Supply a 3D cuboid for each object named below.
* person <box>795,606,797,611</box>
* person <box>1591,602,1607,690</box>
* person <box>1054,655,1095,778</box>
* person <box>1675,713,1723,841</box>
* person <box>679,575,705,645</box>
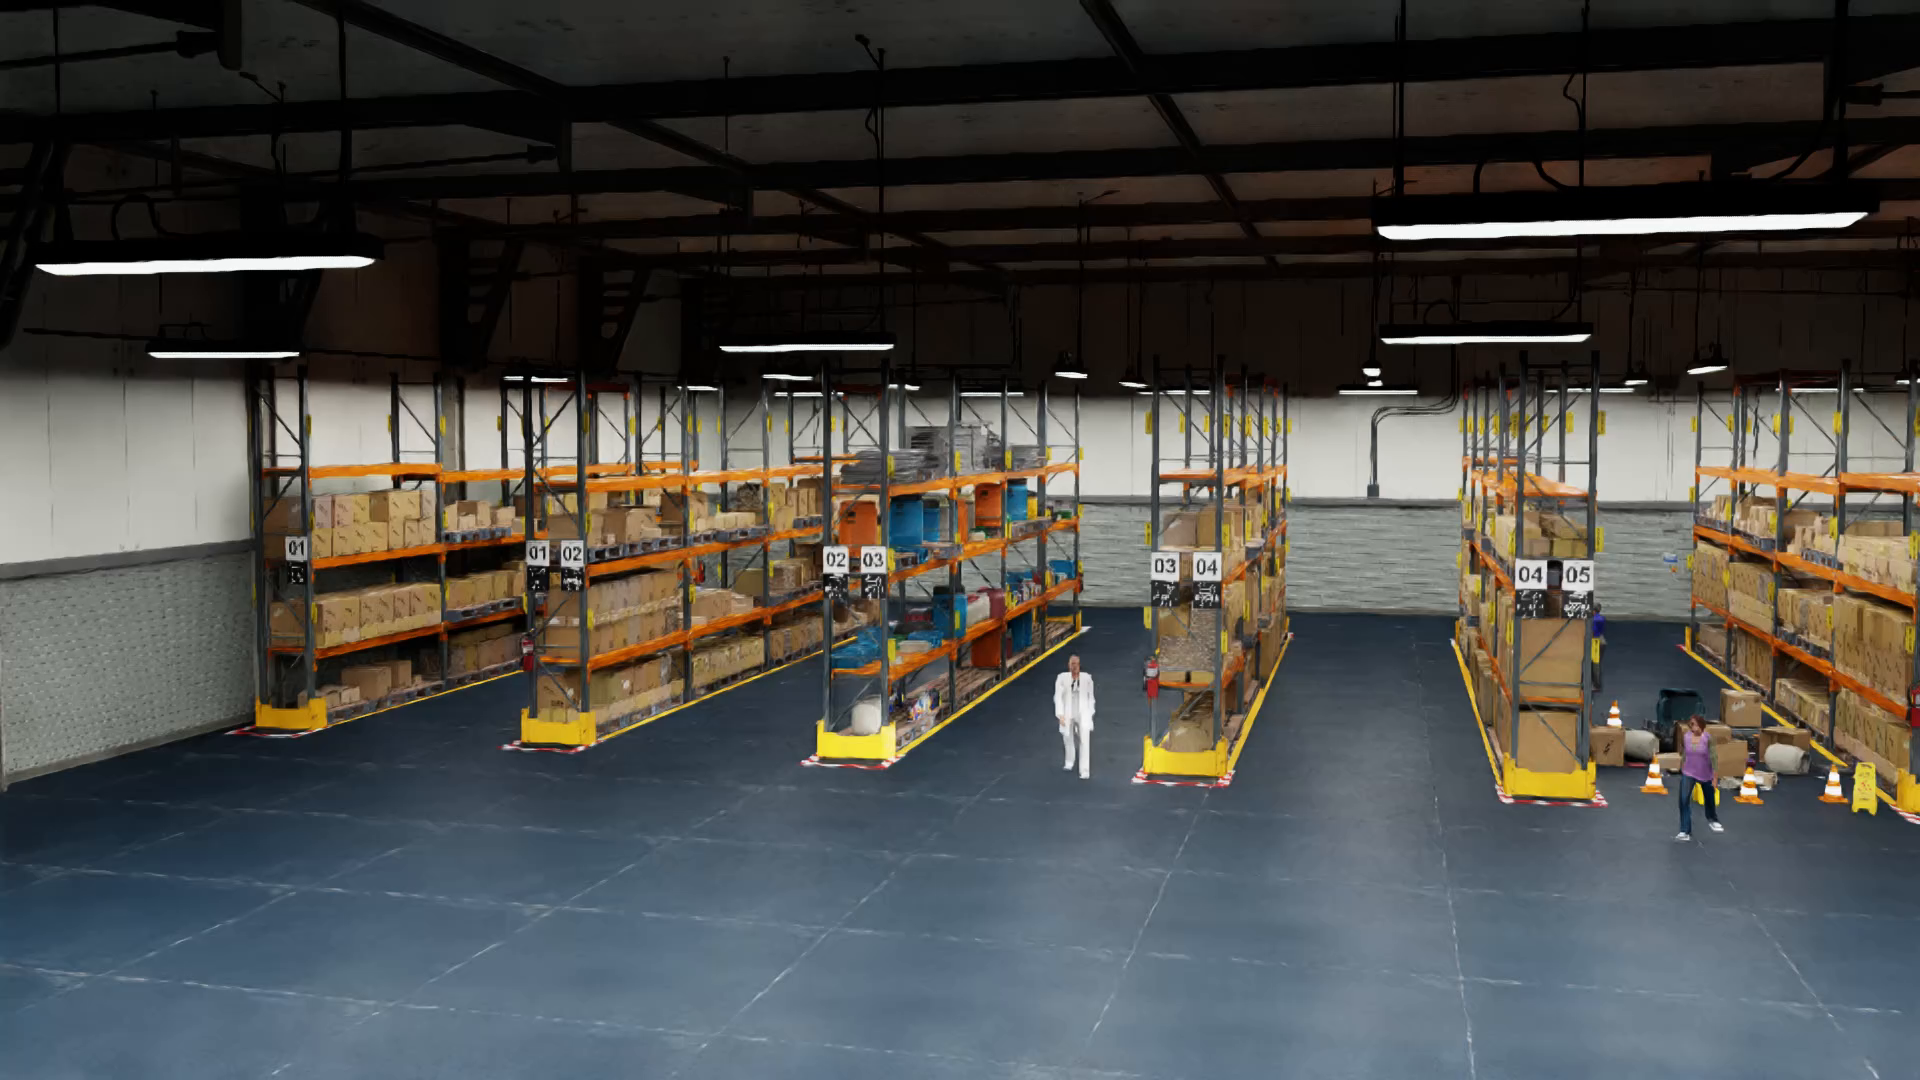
[{"bbox_3d":[-4.232,1.336,40.868,0.682,1.711,0.536,1,4,12],"label":"person"},{"bbox_3d":[11.991,1.996,31.462,0.498,1.662,0.464,-4,6,-45],"label":"person"},{"bbox_3d":[1.628,2.493,23.721,0.580,1.715,1.105,0,4,6],"label":"person"},{"bbox_3d":[8.960,2.839,20.124,0.461,1.531,0.867,3,5,36],"label":"person"},{"bbox_3d":[-6.075,1.589,37.922,0.491,1.590,1.001,1,4,13],"label":"person"}]
